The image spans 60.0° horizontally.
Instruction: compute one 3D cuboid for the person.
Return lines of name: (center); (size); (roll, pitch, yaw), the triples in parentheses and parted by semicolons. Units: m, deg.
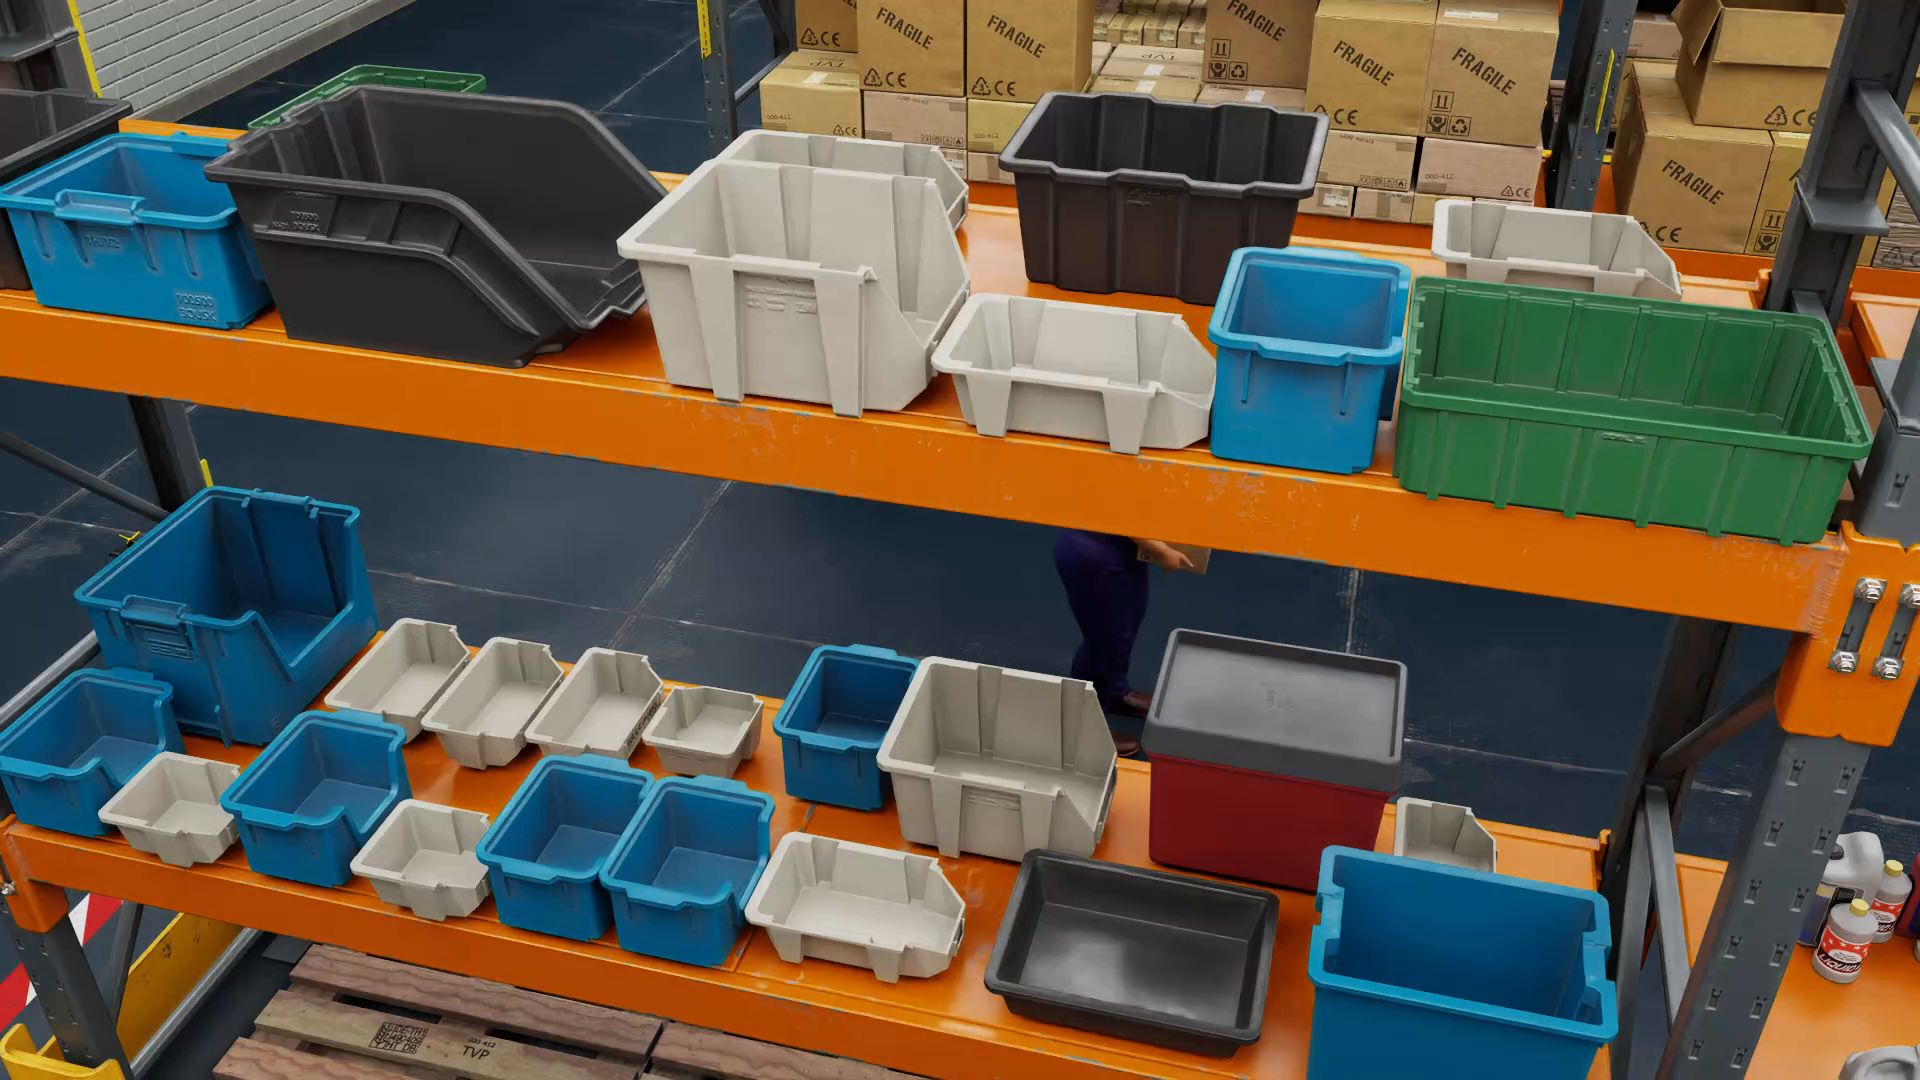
person: (0.624, 0.036, 6.102); (0.512, 1.641, 0.455); (9, 34, 14)
